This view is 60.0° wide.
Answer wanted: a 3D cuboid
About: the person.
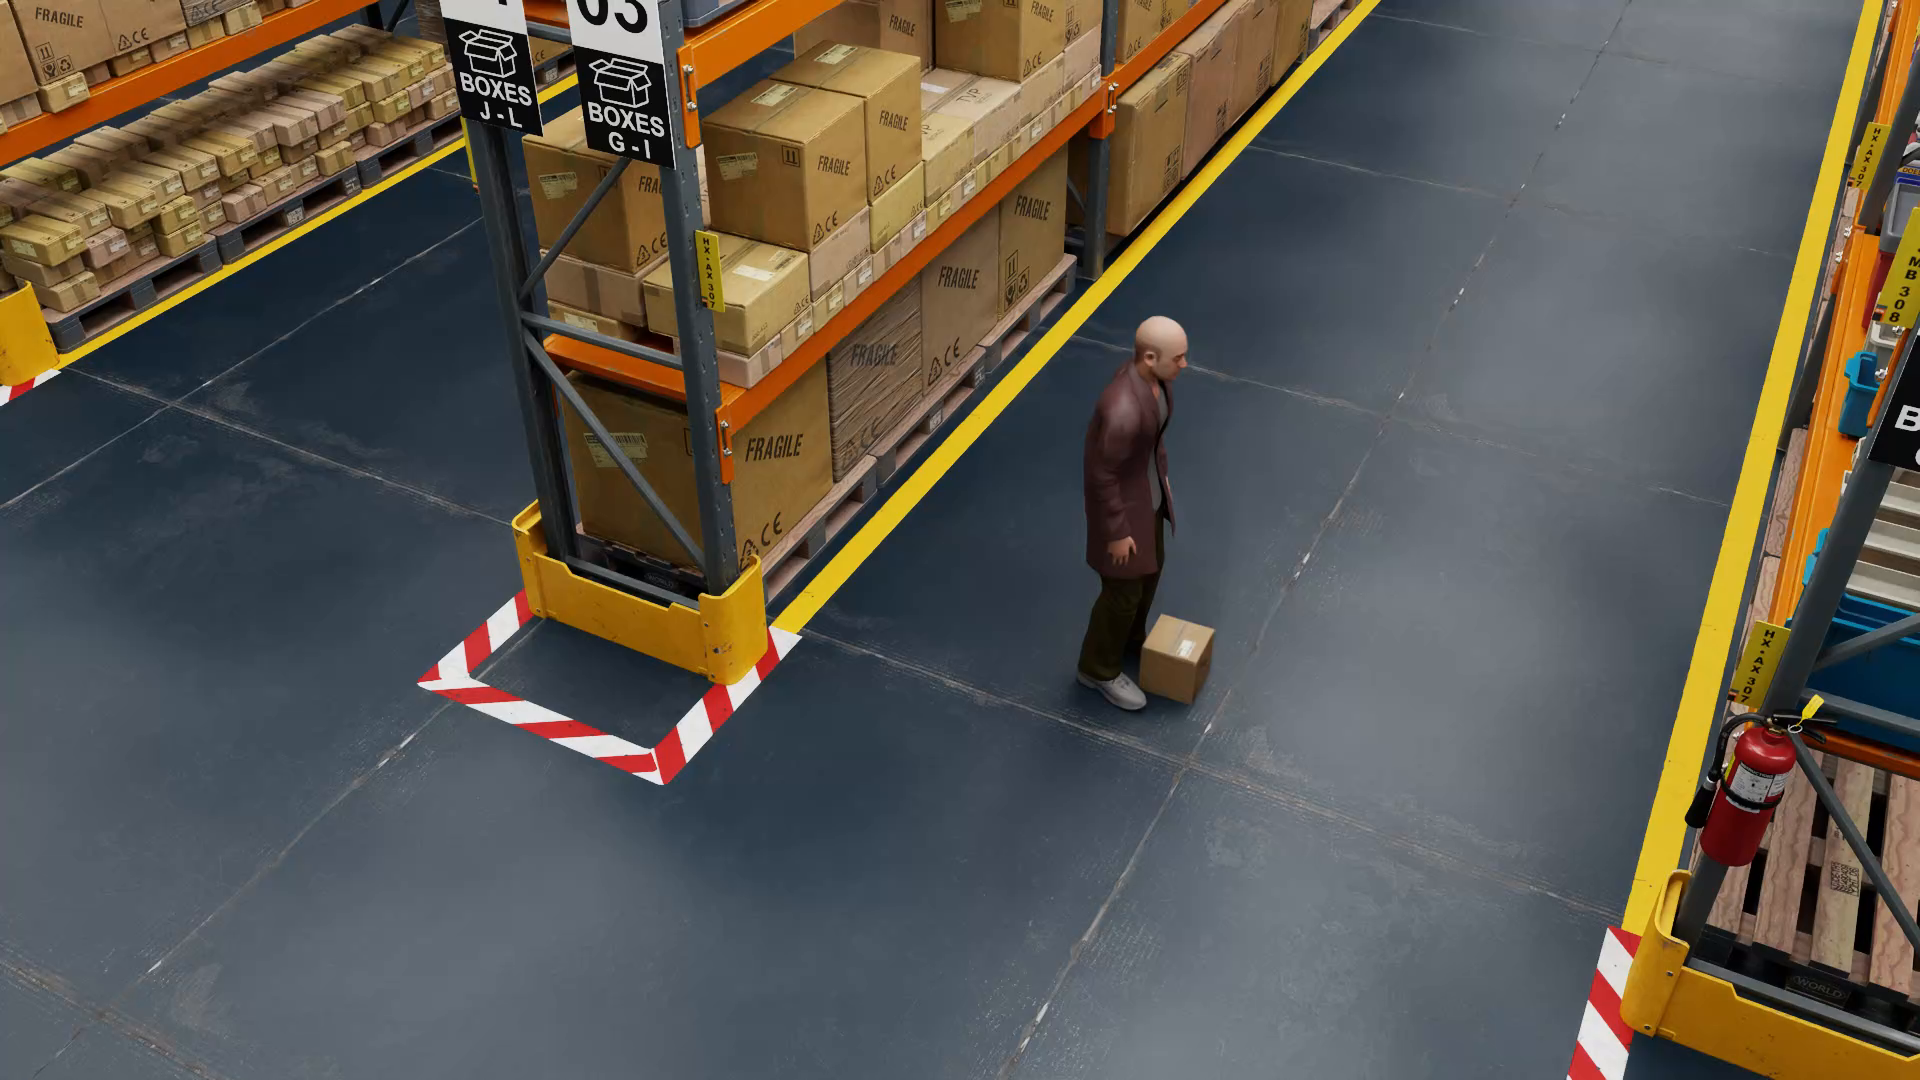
[{"bbox_3d":[0.732,-0.071,7.024,0.429,1.567,0.645,15,40,19],"label":"person"}]
